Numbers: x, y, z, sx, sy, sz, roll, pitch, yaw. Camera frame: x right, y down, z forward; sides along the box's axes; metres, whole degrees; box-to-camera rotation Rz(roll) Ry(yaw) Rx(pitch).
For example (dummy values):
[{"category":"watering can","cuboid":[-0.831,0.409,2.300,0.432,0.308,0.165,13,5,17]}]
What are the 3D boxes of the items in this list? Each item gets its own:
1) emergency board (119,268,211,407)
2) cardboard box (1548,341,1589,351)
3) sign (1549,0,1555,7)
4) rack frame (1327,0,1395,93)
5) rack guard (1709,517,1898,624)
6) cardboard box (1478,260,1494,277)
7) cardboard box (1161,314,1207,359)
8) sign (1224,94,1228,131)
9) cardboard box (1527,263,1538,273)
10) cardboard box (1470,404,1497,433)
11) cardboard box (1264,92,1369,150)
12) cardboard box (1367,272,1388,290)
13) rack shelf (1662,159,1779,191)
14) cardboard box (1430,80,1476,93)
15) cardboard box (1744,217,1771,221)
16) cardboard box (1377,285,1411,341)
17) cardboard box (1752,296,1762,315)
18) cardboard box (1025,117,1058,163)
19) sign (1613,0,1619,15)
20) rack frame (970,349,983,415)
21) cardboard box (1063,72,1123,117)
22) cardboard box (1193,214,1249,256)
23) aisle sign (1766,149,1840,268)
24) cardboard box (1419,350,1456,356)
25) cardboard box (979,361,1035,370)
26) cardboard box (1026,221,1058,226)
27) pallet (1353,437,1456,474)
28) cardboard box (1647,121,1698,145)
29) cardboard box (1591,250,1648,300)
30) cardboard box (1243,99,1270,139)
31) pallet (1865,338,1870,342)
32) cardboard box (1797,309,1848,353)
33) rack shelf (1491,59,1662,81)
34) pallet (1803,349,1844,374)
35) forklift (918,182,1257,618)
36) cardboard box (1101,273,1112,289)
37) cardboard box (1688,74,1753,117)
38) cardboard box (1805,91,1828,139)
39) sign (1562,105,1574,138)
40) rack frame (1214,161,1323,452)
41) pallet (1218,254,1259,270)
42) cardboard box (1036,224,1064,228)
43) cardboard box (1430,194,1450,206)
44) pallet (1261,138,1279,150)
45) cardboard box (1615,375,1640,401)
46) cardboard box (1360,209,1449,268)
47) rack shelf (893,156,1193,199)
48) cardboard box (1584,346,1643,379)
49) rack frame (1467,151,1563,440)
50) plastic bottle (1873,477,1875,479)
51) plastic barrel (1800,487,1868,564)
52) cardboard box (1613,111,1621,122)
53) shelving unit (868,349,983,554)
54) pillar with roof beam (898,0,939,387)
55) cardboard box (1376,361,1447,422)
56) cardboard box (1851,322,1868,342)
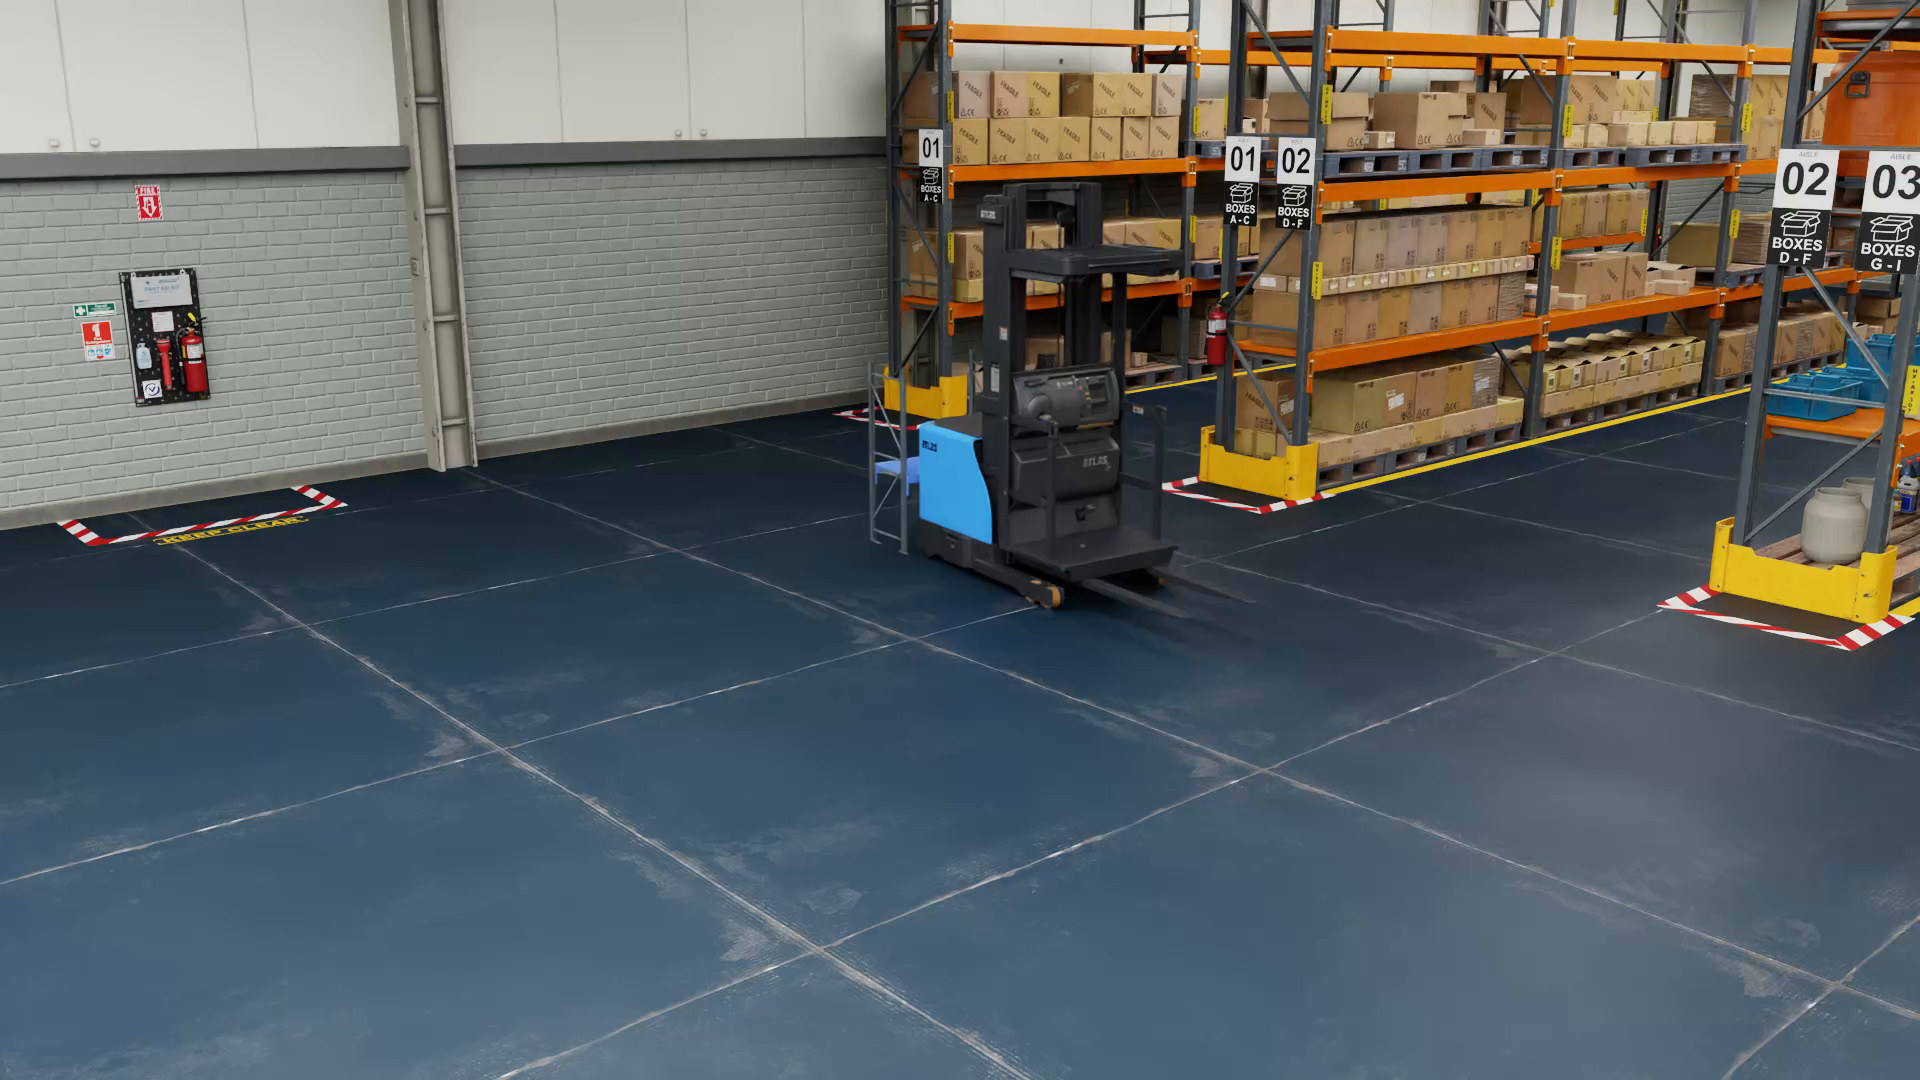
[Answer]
[{"category":"emergency board","cuboid":[-6.916,-1.768,14.558,0.643,1.169,0.194,-13,19,-39]},{"category":"cardboard box","cuboid":[7.076,-2.151,19.416,0.500,0.311,0.500,-13,20,-40]},{"category":"sign","cuboid":[8.957,-8.226,25.146,0.005,0.325,0.100,-13,19,-39]},{"category":"rack frame","cuboid":[5.574,-7.163,23.128,0.127,3.000,1.000,-13,19,-39]},{"category":"rack guard","cuboid":[6.069,0.205,12.013,0.348,0.500,1.175,-13,19,-39]},{"category":"cardboard box","cuboid":[5.165,-2.766,16.841,0.250,0.149,0.380,-13,20,-39]},{"category":"cardboard box","cuboid":[3.101,-2.719,22.110,0.500,0.500,0.700,-12,19,-38]},{"category":"sign","cuboid":[2.448,-3.892,15.133,0.005,0.325,0.100,-13,19,-39]},{"category":"cardboard box","cuboid":[9.578,-4.506,27.579,0.250,0.149,0.380,-13,20,-41]},{"category":"cardboard box","cuboid":[5.221,-1.293,17.294,0.500,0.250,0.500,-13,19,-39]},{"category":"cardboard box","cuboid":[3.230,-3.811,15.109,0.637,0.503,0.797,-11,18,-36]},{"category":"cardboard box","cuboid":[3.809,-2.461,15.700,0.250,0.149,0.380,-13,20,-40]},{"category":"rack shelf","cuboid":[10.337,-4.741,21.268,4.000,0.370,1.077,-13,19,-39]},{"category":"cardboard box","cuboid":[7.435,-6.794,25.061,0.500,0.250,0.500,-13,20,-41]},{"category":"cardboard box","cuboid":[10.554,-3.918,21.598,0.700,0.500,0.500,10,18,33]},{"category":"cardboard box","cuboid":[3.926,-2.243,16.141,0.500,0.500,0.700,-12,19,-39]},{"category":"cardboard box","cuboid":[10.567,-3.141,22.236,0.500,0.250,0.500,-13,19,-39]},{"category":"cardboard box","cuboid":[0.773,-4.597,19.102,0.500,0.500,0.500,-12,19,-37]},{"category":"sign","cuboid":[11.250,-9.155,28.469,0.005,0.325,0.100,-13,19,-39]},{"category":"rack frame","cuboid":[0.240,-0.821,13.919,0.032,1.500,0.500,-11,18,-35]},{"category":"cardboard box","cuboid":[1.563,-5.254,19.624,0.500,0.500,0.500,-14,20,-41]},{"category":"cardboard box","cuboid":[3.389,-4.020,21.942,0.500,0.500,0.700,-10,18,-34]},{"category":"aisle sign","cuboid":[5.793,-2.282,11.443,0.004,0.787,0.394,-13,19,-39]},{"category":"cardboard box","cuboid":[4.884,-1.756,17.572,0.500,0.500,0.500,-13,19,-39]},{"category":"cardboard box","cuboid":[0.550,-2.019,19.853,0.500,0.311,0.500,-11,18,-35]},{"category":"cardboard box","cuboid":[0.908,-3.587,20.164,0.500,0.500,0.500,-12,19,-39]},{"category":"pallet","cuboid":[4.263,-0.941,16.865,1.213,0.211,1.003,-13,19,-39]},{"category":"cardboard box","cuboid":[8.140,-4.700,19.197,0.500,0.250,0.500,-12,19,-38]},{"category":"cardboard box","cuboid":[7.574,-3.061,19.205,0.500,0.500,0.500,-14,20,-42]},{"category":"cardboard box","cuboid":[3.952,-5.573,21.981,0.500,0.500,0.500,-14,20,-41]},{"category":"pallet","cuboid":[12.365,-2.747,23.625,1.213,0.211,1.003,-13,19,-39]},{"category":"cardboard box","cuboid":[11.662,-2.844,22.574,0.500,0.500,0.500,-13,20,-40]},{"category":"rack shelf","cuboid":[10.100,-7.638,27.077,4.000,0.370,1.077,-13,19,-39]},{"category":"pallet","cuboid":[11.257,-2.486,22.647,1.213,0.211,1.003,-13,19,-39]},{"category":"forklift","cuboid":[0.904,-1.061,12.041,1.130,2.935,3.031,-10,18,-33]},{"category":"cardboard box","cuboid":[1.648,-3.214,20.220,0.500,0.250,0.500,-13,20,-40]},{"category":"cardboard box","cuboid":[9.162,-5.354,20.037,0.500,0.500,0.500,-13,19,-39]},{"category":"cardboard box","cuboid":[10.929,-5.538,21.657,0.600,0.600,0.600,-13,20,-40]},{"category":"sign","cuboid":[6.177,-4.252,16.889,0.005,0.325,0.100,-13,19,-39]},{"category":"rack frame","cuboid":[2.794,-1.945,15.220,0.127,3.000,1.000,-13,19,-39]},{"category":"pallet","cuboid":[4.108,-3.828,22.641,1.213,0.211,1.003,-13,19,-39]},{"category":"cardboard box","cuboid":[1.251,-3.489,19.797,0.500,0.500,0.500,-12,19,-38]},{"category":"cardboard box","cuboid":[6.865,-5.032,24.512,0.500,0.250,0.500,-12,19,-39]},{"category":"pallet","cuboid":[3.873,-5.205,21.976,1.003,0.211,1.213,-13,19,-39]},{"category":"cardboard box","cuboid":[7.438,-1.778,19.108,0.500,0.250,0.500,-12,19,-38]},{"category":"cardboard box","cuboid":[4.345,-2.966,16.336,0.500,0.500,0.700,-13,19,-39]},{"category":"rack shelf","cuboid":[1.048,-4.349,19.802,4.000,0.370,1.077,-13,19,-39]},{"category":"cardboard box","cuboid":[7.445,-2.050,19.042,0.500,0.311,0.500,-12,19,-38]},{"category":"rack frame","cuboid":[5.811,-2.623,17.757,0.127,3.000,1.000,-13,19,-39]},{"category":"plastic bottle","cuboid":[7.575,-0.399,13.713,0.185,0.351,0.144,-12,19,-37]},{"category":"plastic barrel","cuboid":[6.489,-0.108,12.347,0.421,0.512,0.421,0,15,0]},{"category":"cardboard box","cuboid":[10.450,-6.894,27.218,0.500,0.250,0.500,-13,20,-41]},{"category":"shelving unit","cuboid":[-0.170,-0.744,13.629,1.048,1.500,0.538,-11,18,-35]},{"category":"pillar with roof beam","cuboid":[2.325,-5.256,15.991,0.400,9.000,9.100,-13,19,-39]},{"category":"cardboard box","cuboid":[4.478,-1.483,16.551,0.500,0.500,0.500,-13,19,-39]},{"category":"cardboard box","cuboid":[12.305,-2.921,23.229,0.500,0.311,0.500,-13,19,-39]}]
